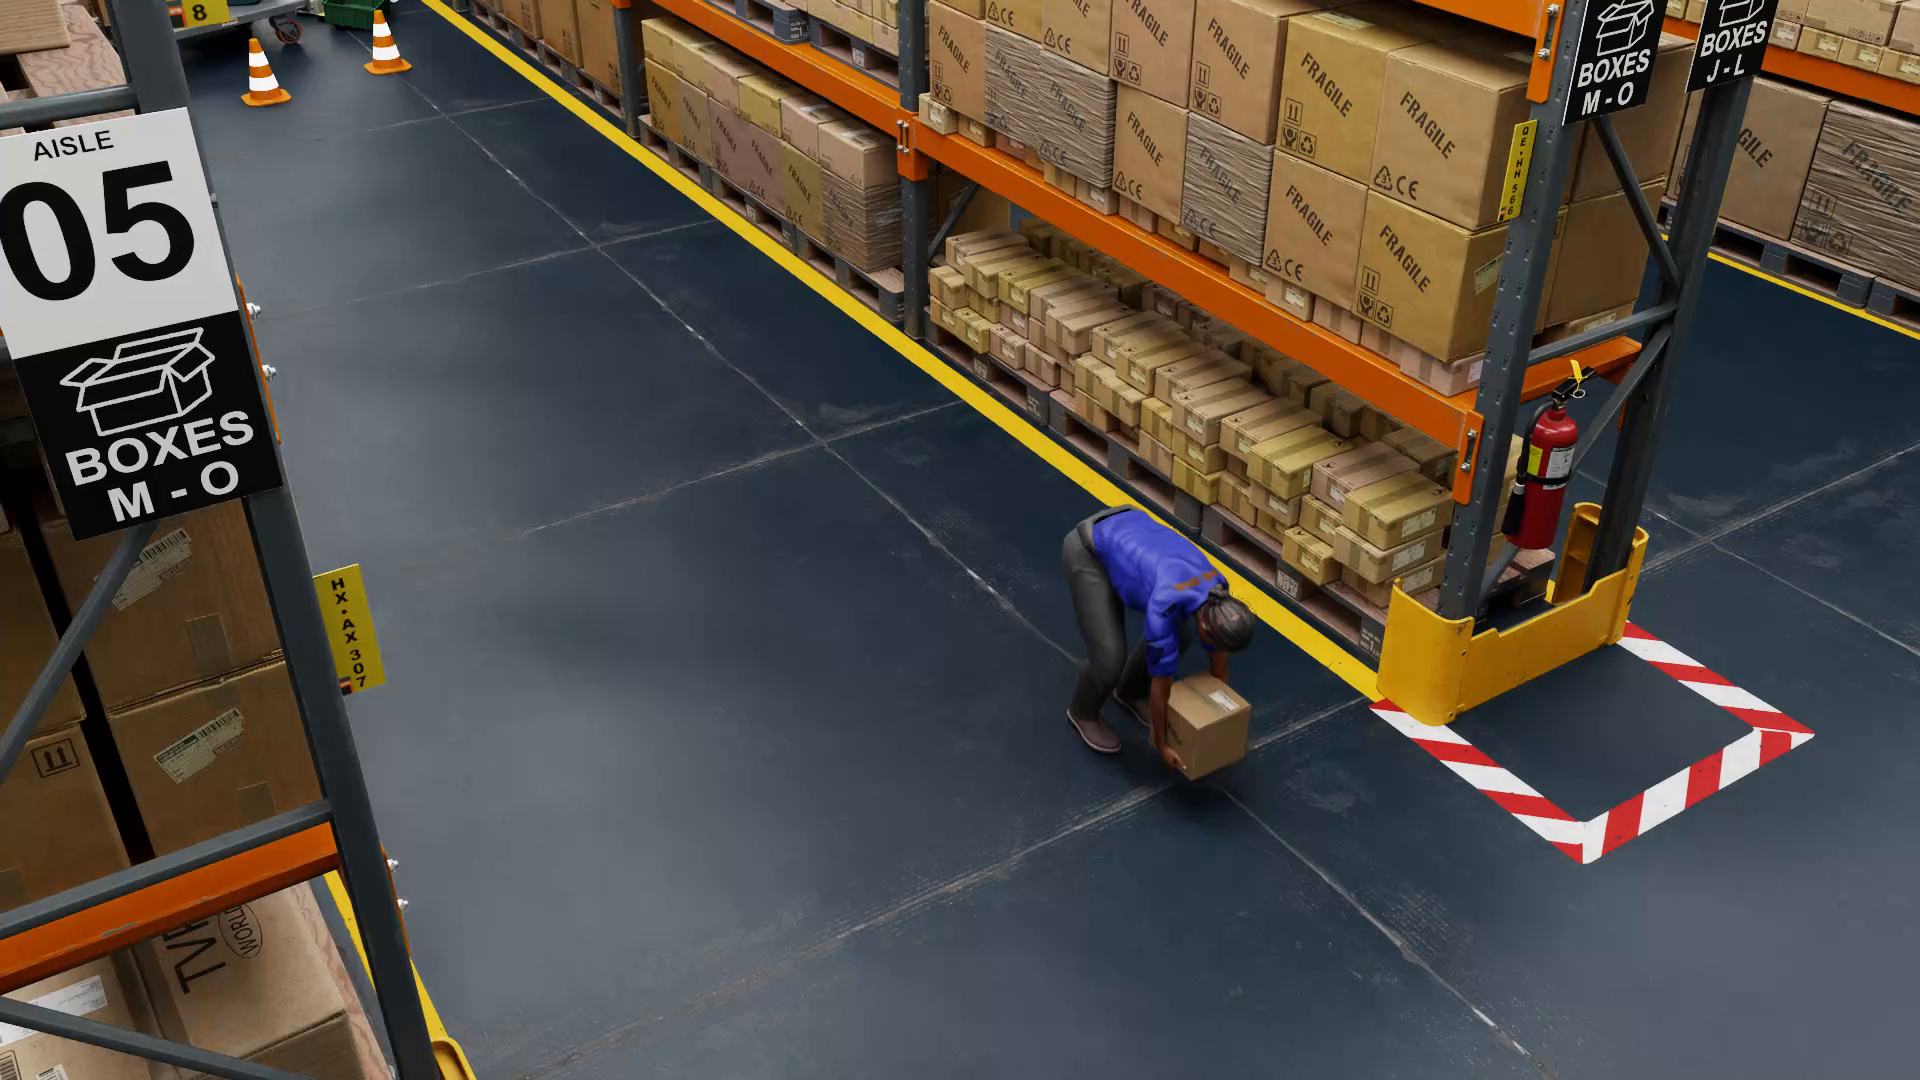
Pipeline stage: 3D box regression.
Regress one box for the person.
[{"bbox_3d":[0.733,0.410,6.160,0.444,0.954,0.876,-21,38,-29],"label":"person"}]
